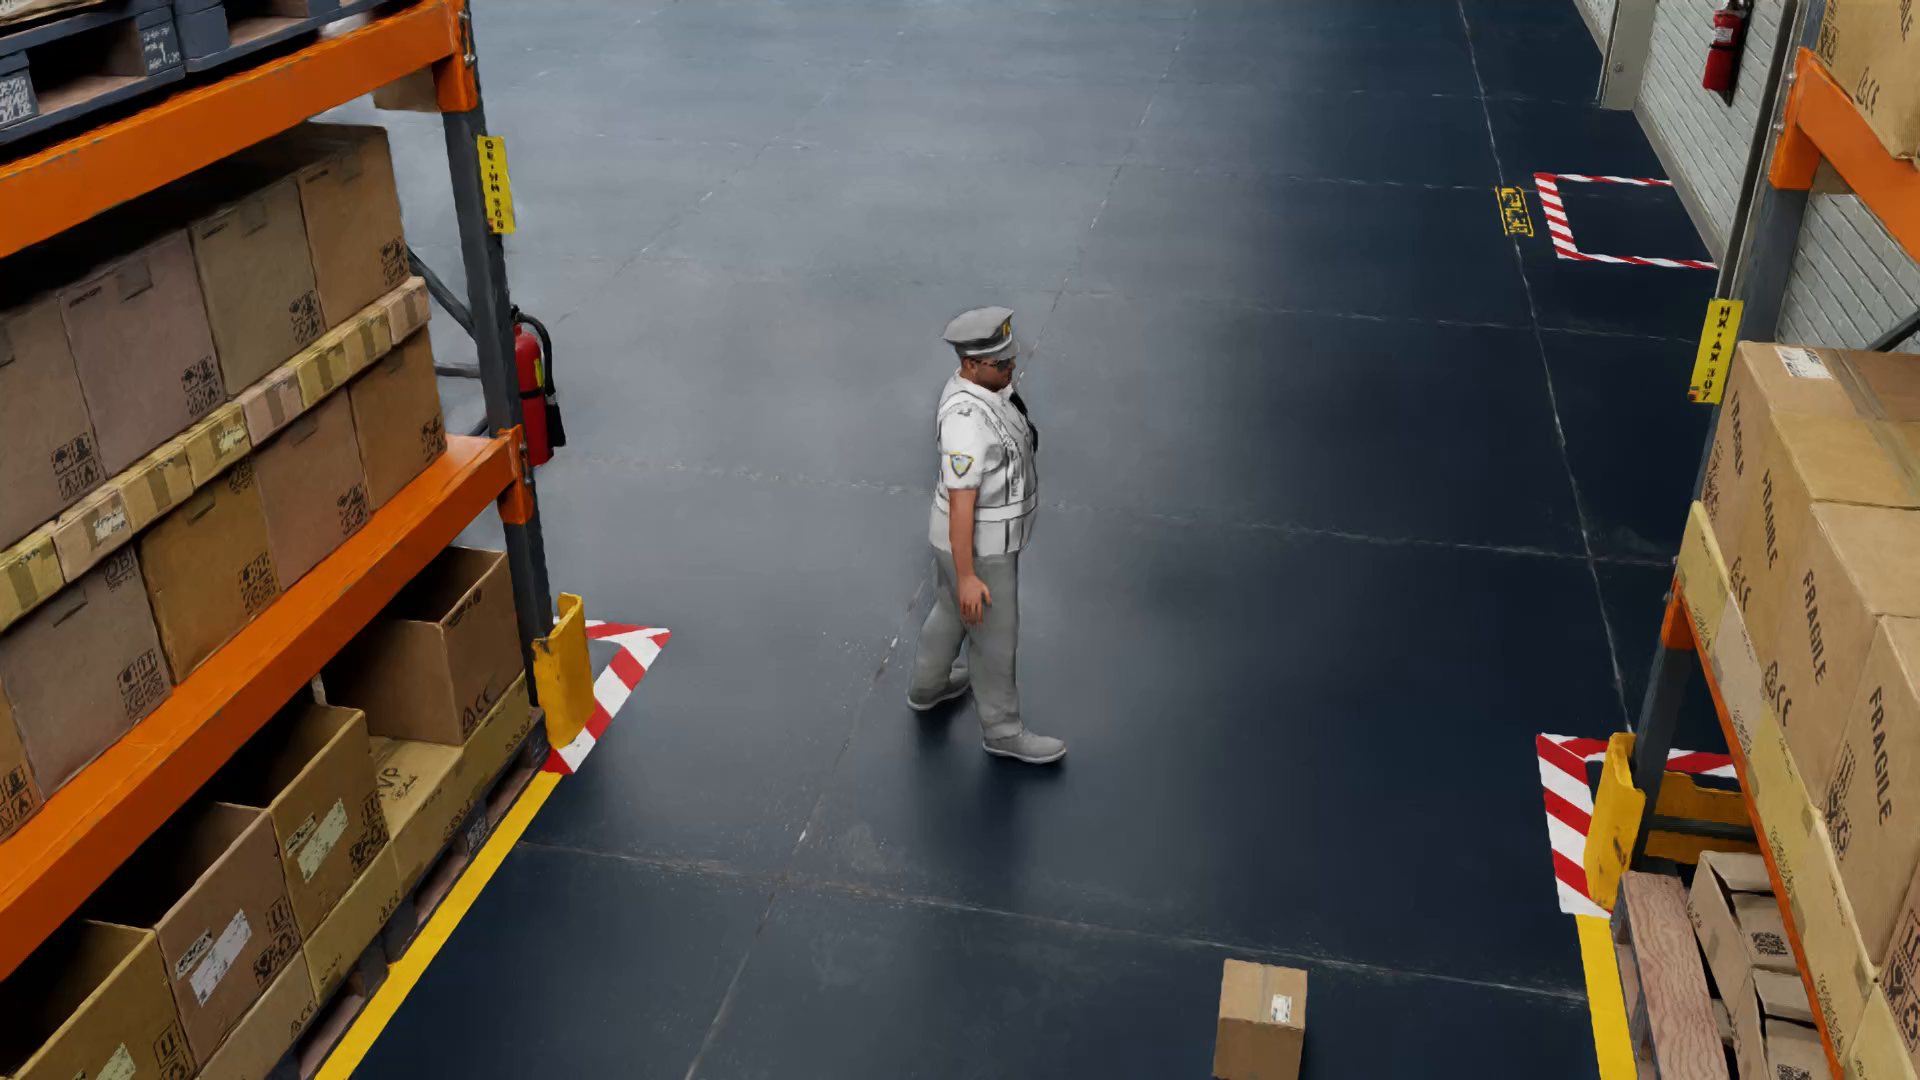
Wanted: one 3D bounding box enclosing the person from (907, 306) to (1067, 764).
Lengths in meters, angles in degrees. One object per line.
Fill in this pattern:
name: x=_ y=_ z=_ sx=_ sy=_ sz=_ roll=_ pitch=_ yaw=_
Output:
person: x=0.099 y=0.000 z=6.104 sx=0.639 sy=1.738 sz=0.761 roll=2 pitch=29 yaw=3
